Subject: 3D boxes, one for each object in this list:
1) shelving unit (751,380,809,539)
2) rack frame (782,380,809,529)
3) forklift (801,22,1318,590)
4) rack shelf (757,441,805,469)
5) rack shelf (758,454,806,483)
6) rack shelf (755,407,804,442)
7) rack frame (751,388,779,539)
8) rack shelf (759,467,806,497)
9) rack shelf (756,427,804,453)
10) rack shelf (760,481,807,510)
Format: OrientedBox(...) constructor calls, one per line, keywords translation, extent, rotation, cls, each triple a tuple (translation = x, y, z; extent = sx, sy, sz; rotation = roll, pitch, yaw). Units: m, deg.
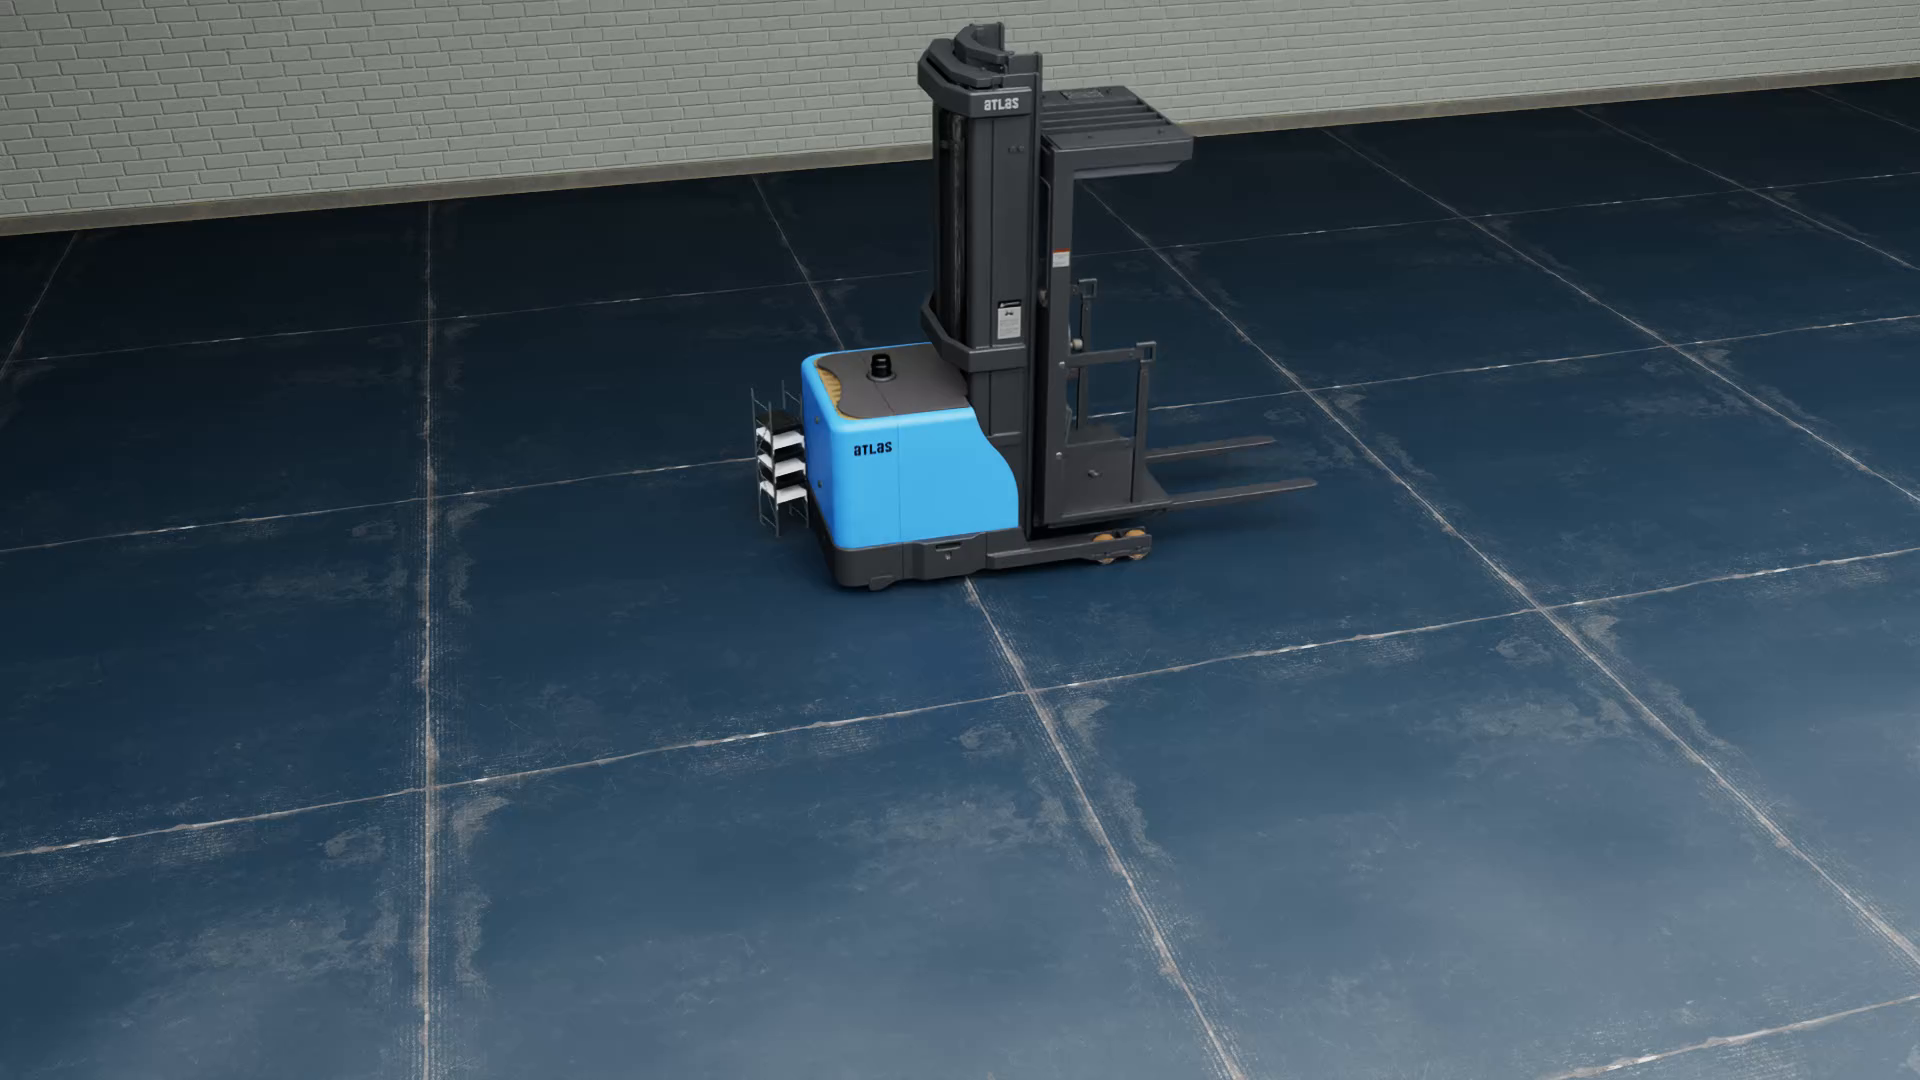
OrientedBox(translation=(-1.070, -0.476, 9.906), extent=(0.210, 0.900, 0.258), rotation=(-18, 35, -28), cls="shelving unit")
OrientedBox(translation=(-0.984, -0.504, 9.953), extent=(0.006, 0.900, 0.240), rotation=(-18, 35, -28), cls="rack frame")
OrientedBox(translation=(0.635, -1.382, 9.442), extent=(3.031, 2.935, 1.130), rotation=(-8, 31, -13), cls="forklift")
OrientedBox(translation=(-1.070, -0.525, 9.877), extent=(0.200, 0.077, 0.258), rotation=(-18, 35, -28), cls="rack shelf")
OrientedBox(translation=(-1.070, -0.447, 9.922), extent=(0.200, 0.077, 0.258), rotation=(-18, 35, -28), cls="rack shelf")
OrientedBox(translation=(-1.070, -0.681, 9.787), extent=(0.200, 0.077, 0.258), rotation=(-18, 35, -28), cls="rack shelf")
OrientedBox(translation=(-1.155, -0.449, 9.858), extent=(0.006, 0.900, 0.240), rotation=(-18, 35, -28), cls="rack frame")
OrientedBox(translation=(-1.070, -0.369, 9.967), extent=(0.200, 0.077, 0.258), rotation=(-18, 35, -28), cls="rack shelf")
OrientedBox(translation=(-1.070, -0.603, 9.832), extent=(0.200, 0.077, 0.258), rotation=(-18, 35, -28), cls="rack shelf")
OrientedBox(translation=(-1.070, -0.292, 10.012), extent=(0.200, 0.077, 0.258), rotation=(-18, 35, -28), cls="rack shelf")
